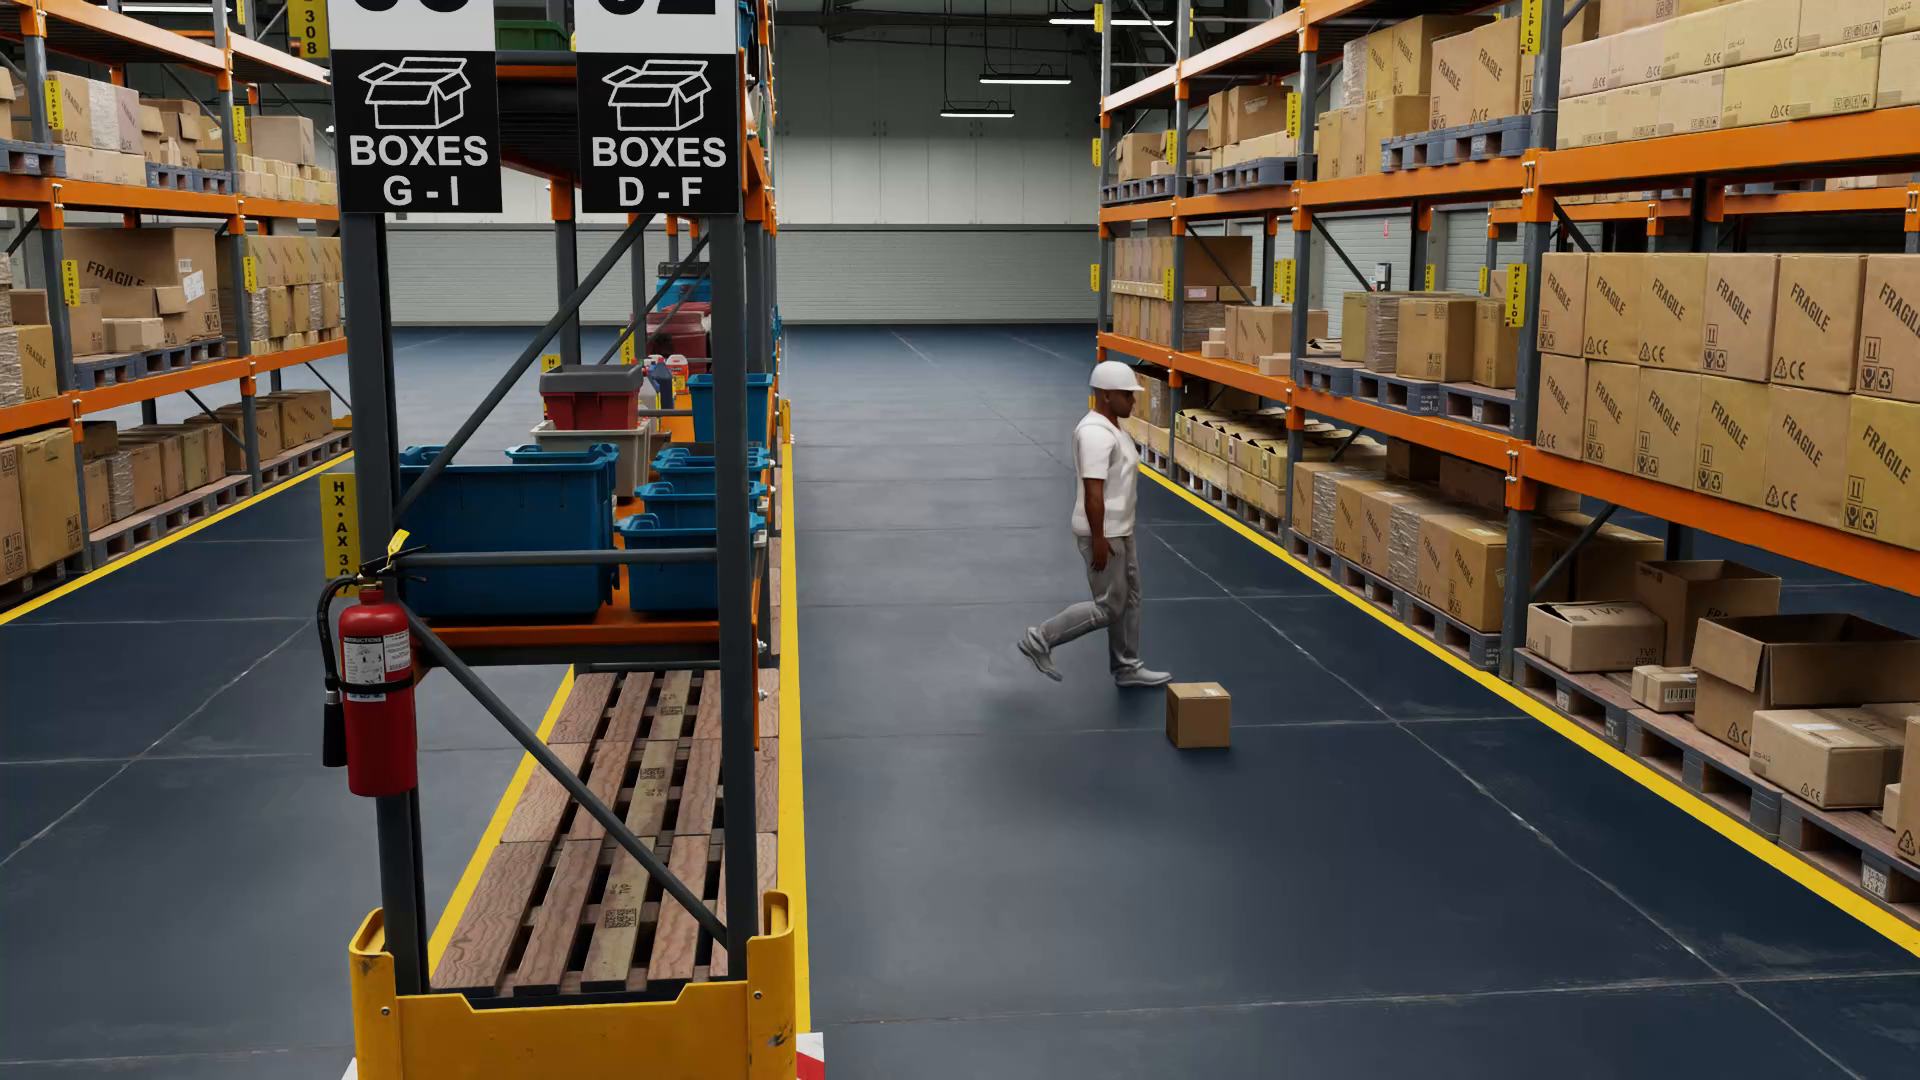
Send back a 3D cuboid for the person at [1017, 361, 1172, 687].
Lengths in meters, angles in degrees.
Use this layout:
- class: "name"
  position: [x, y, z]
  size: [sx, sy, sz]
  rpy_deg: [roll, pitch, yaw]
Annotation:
- class: "person"
  position: [0.711, -0.054, 8.659]
  size: [0.781, 1.752, 0.608]
  rpy_deg: [2, 10, 13]
